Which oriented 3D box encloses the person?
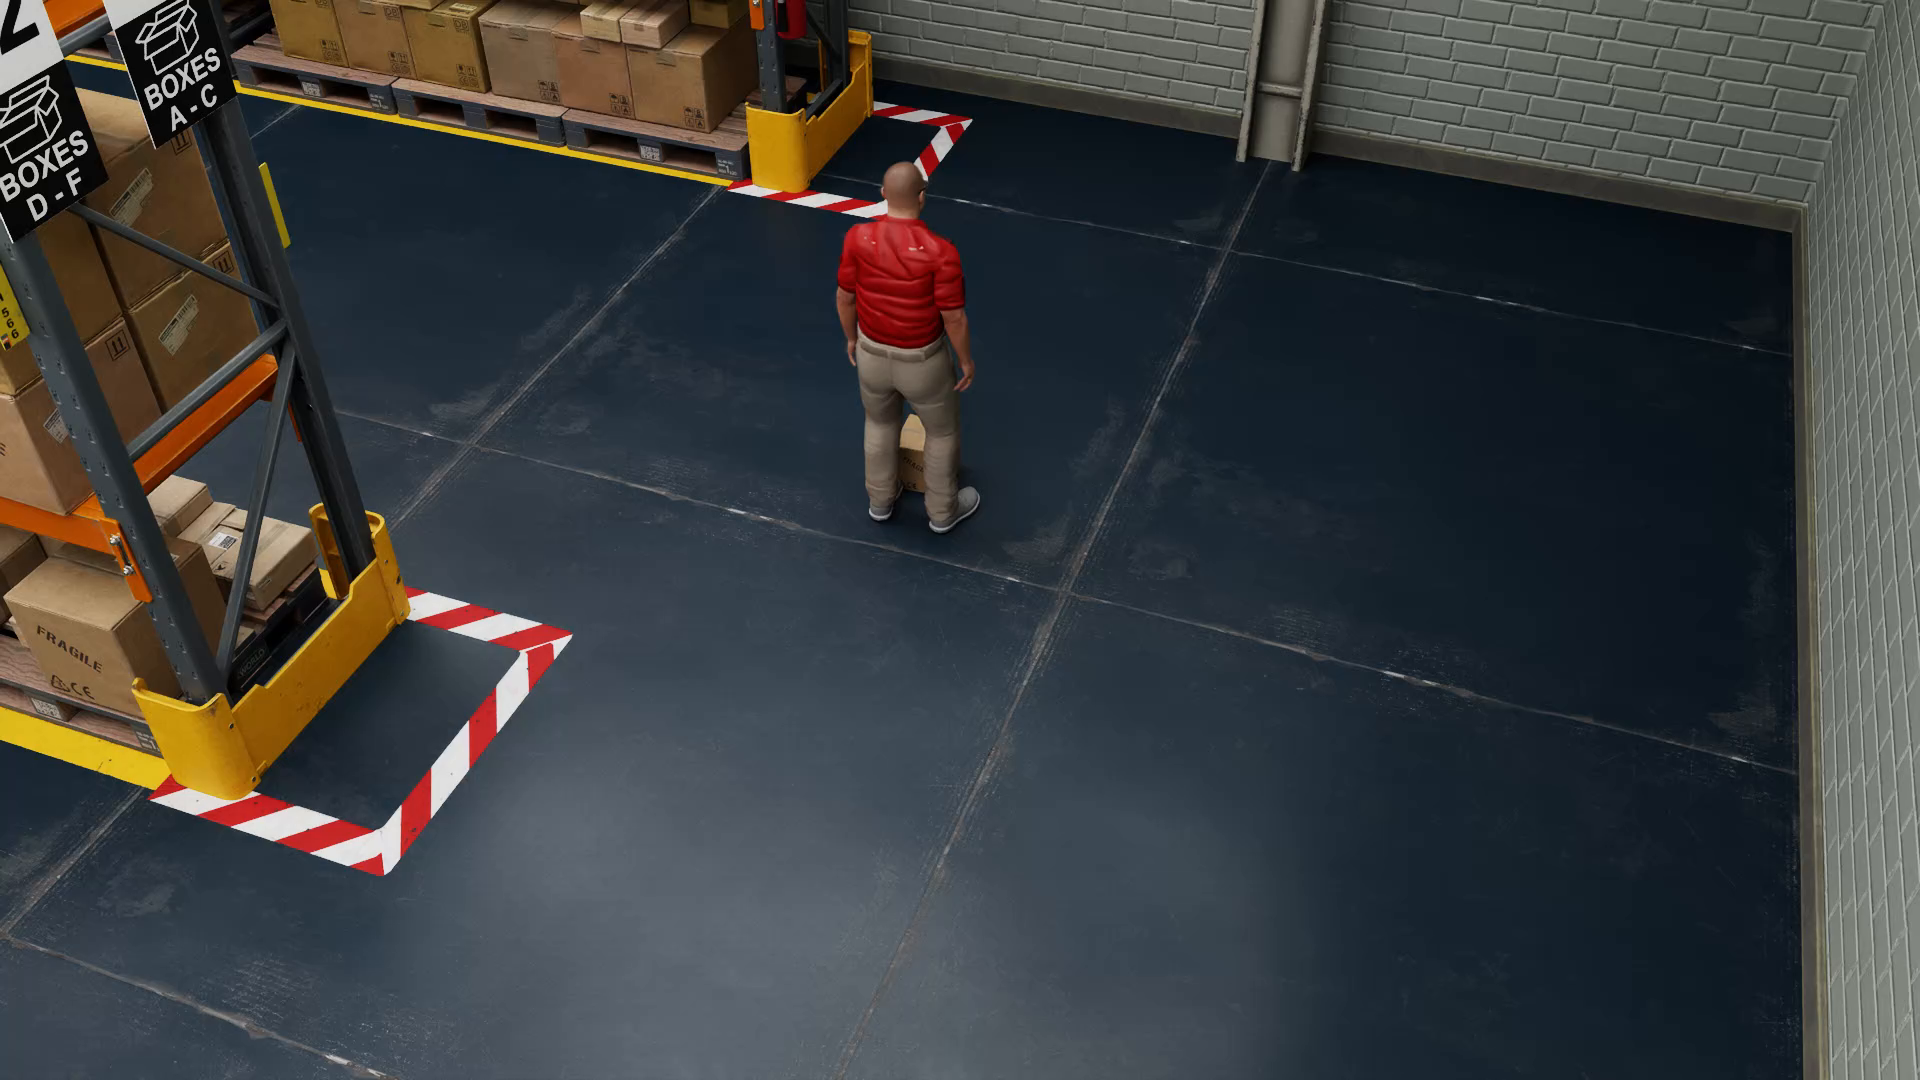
[{"bbox_3d":[-0.222,-0.791,7.070,0.587,1.727,0.394,14,43,15],"label":"person"}]
